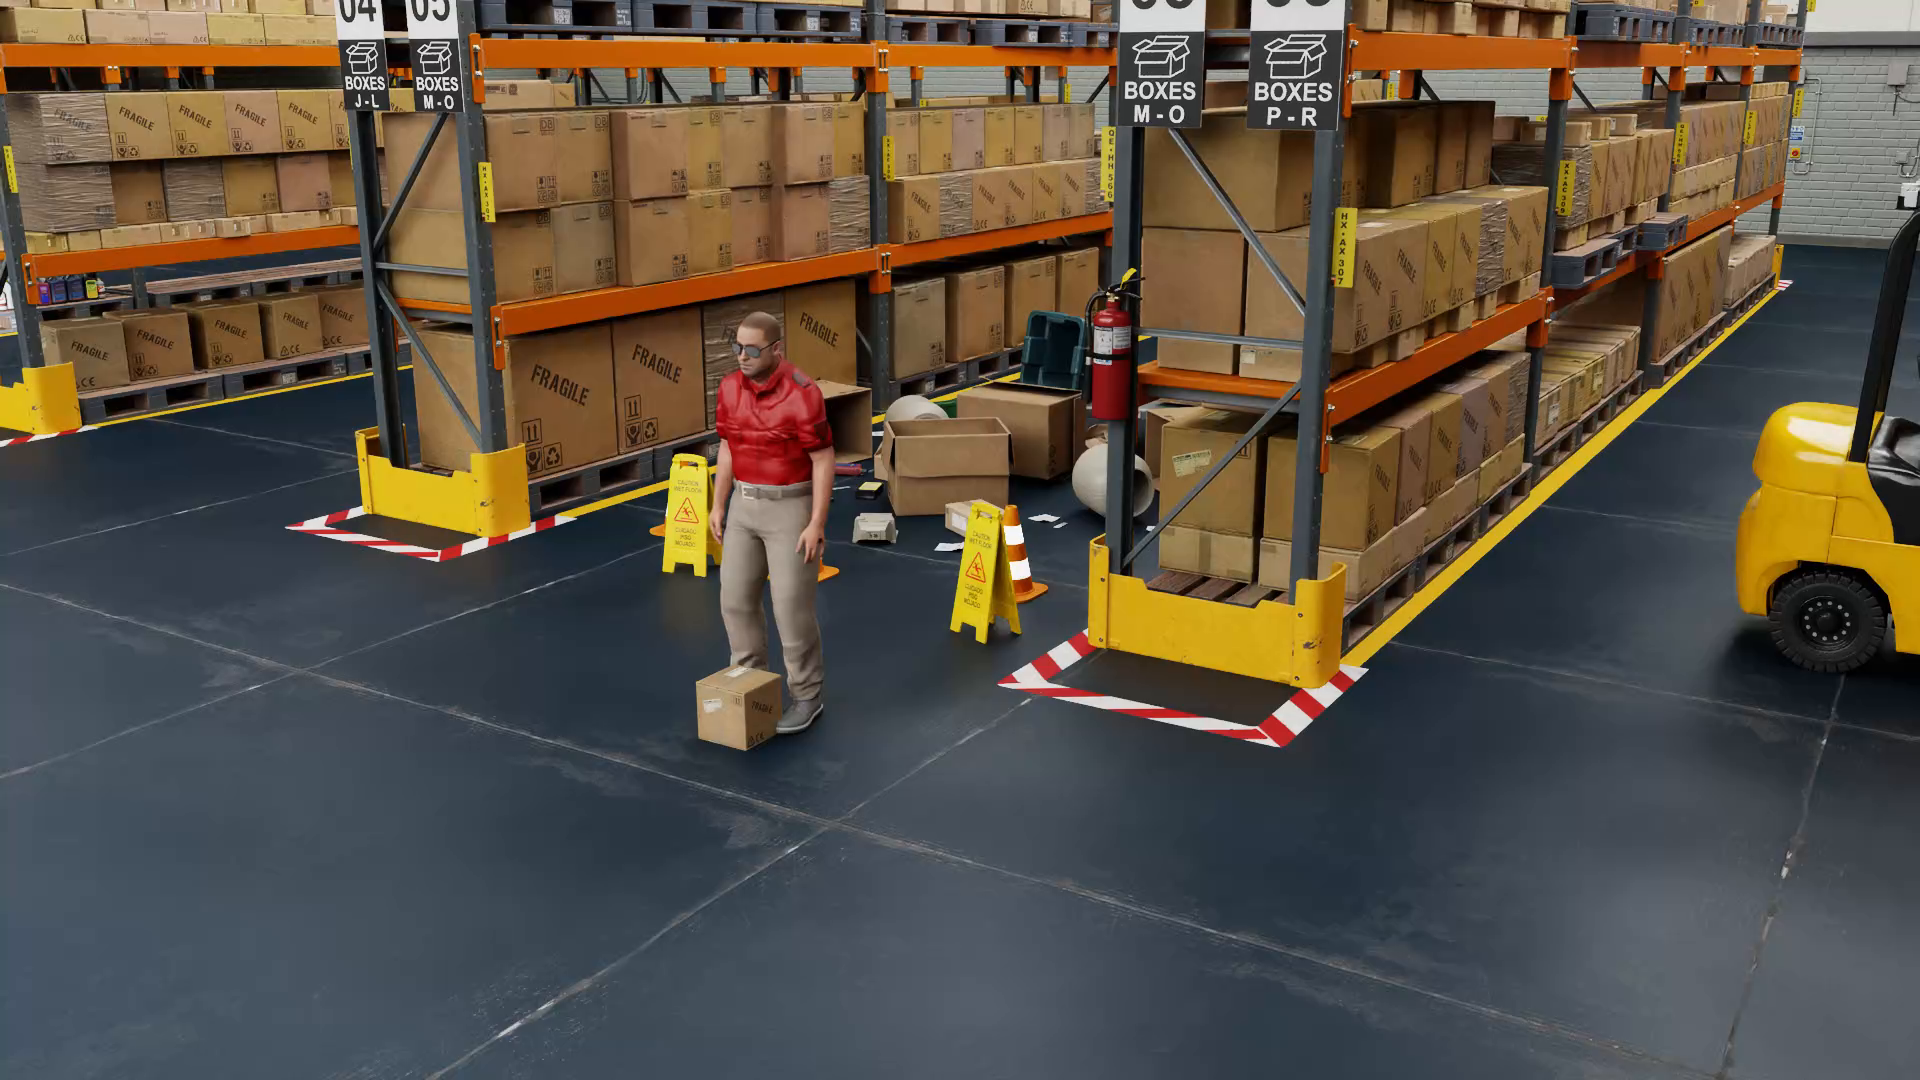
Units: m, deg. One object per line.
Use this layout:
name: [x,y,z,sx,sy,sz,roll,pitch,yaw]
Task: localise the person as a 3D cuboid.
person: [-0.784,-0.085,6.853,0.586,1.726,0.396,10,19,31]
